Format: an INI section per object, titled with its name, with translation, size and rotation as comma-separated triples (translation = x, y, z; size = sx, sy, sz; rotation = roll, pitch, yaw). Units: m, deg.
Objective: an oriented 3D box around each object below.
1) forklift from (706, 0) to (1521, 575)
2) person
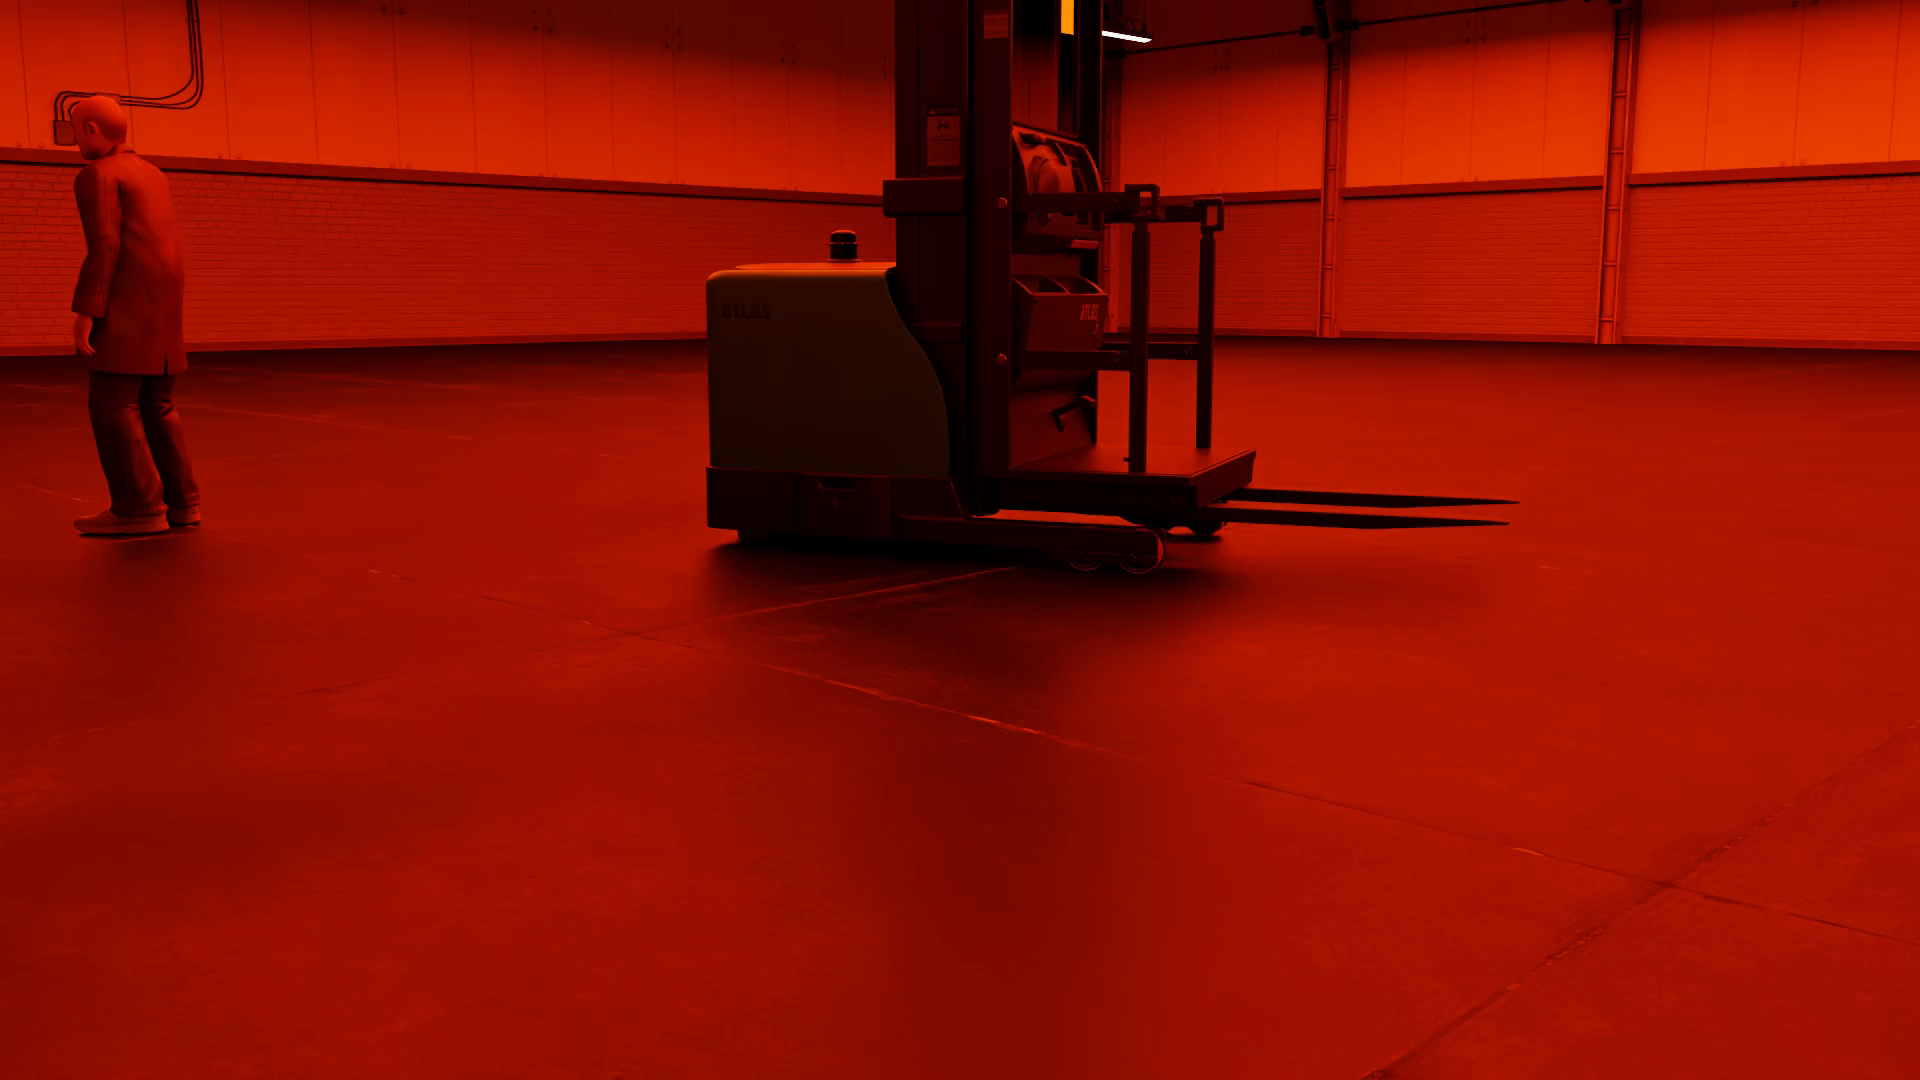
[forklift]
translation = 0.565, -1.384, 6.280
size = 3.031, 2.867, 1.129
rotation = 3, 9, 22
[person]
translation = -3.466, -0.922, 6.883
size = 0.385, 1.774, 0.610
rotation = 1, 9, 4
